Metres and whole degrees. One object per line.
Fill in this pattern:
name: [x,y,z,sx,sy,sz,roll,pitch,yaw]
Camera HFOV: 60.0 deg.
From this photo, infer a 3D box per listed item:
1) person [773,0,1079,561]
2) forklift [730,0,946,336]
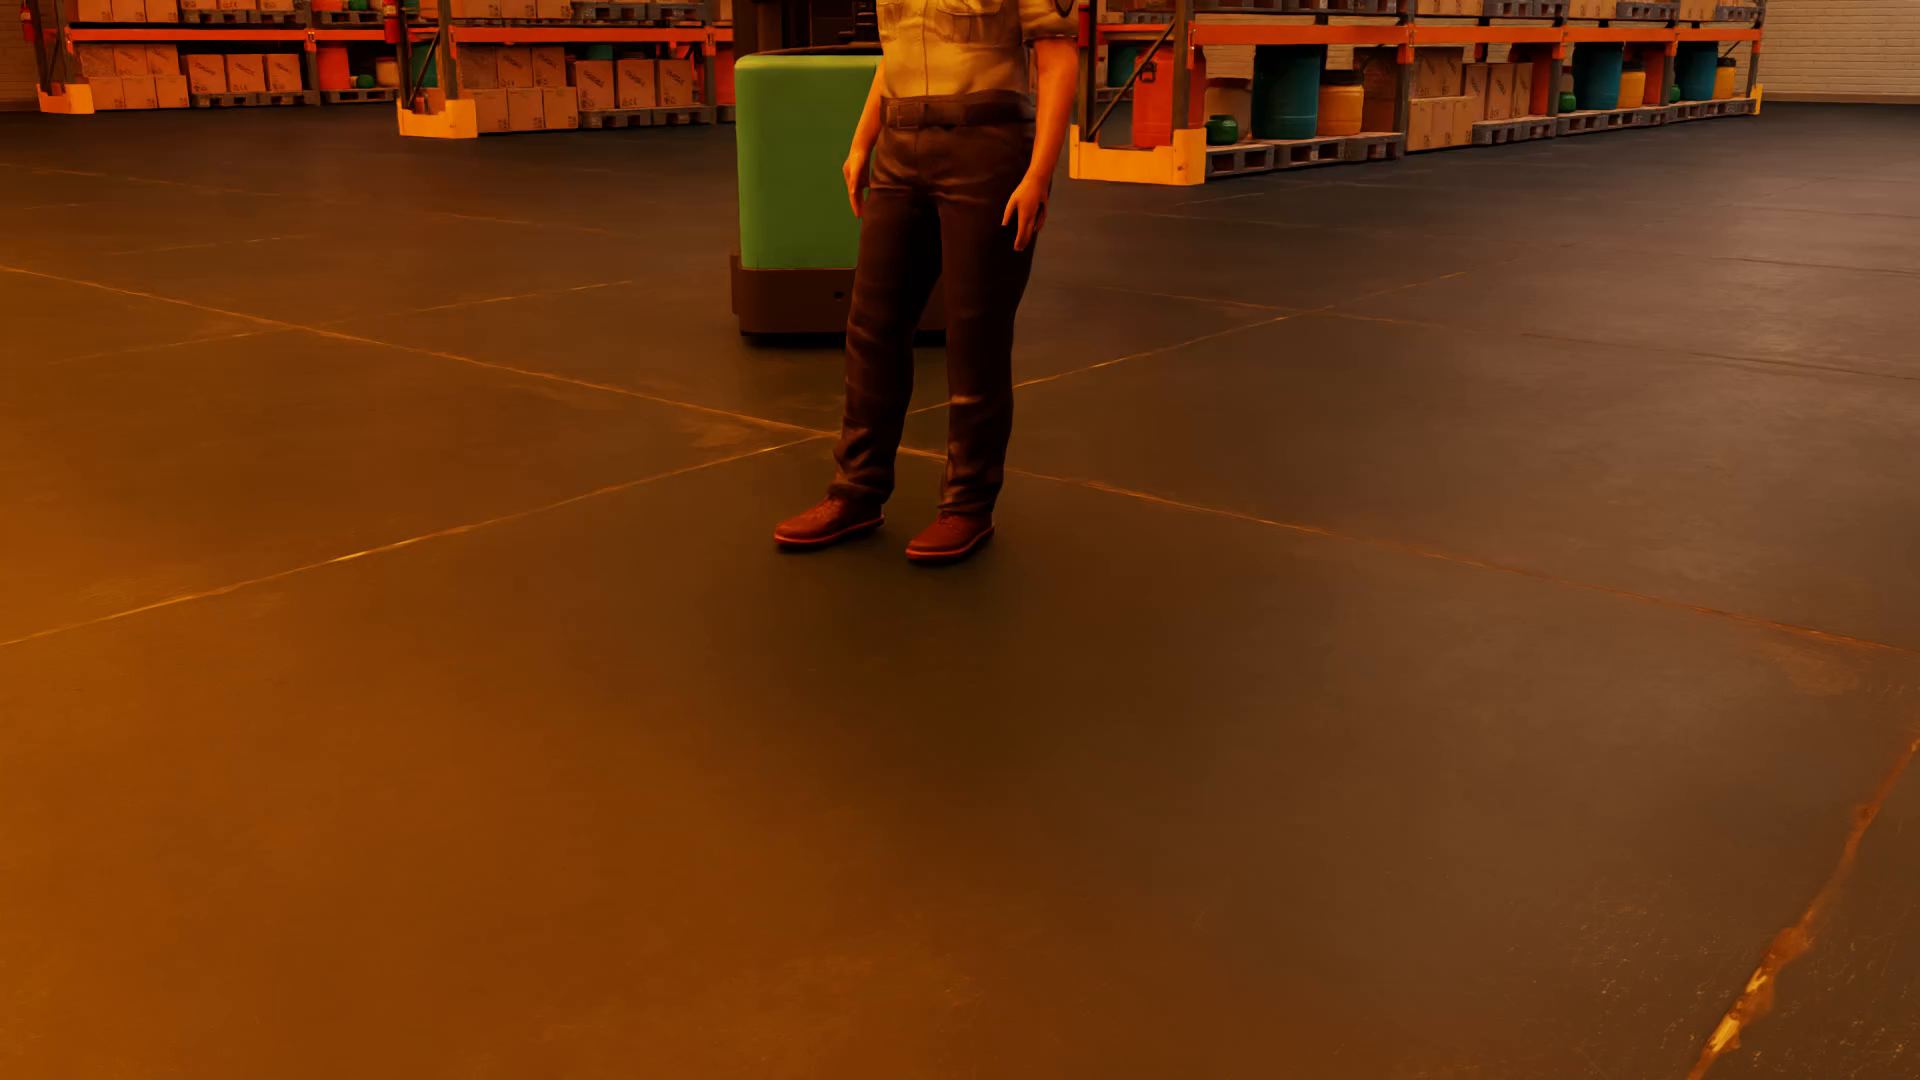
person: [-0.075,-0.781,3.648,0.598,1.651,0.503,13,21,37]
forklift: [-0.460,-2.559,7.325,1.130,2.935,3.031,-2,17,-6]
